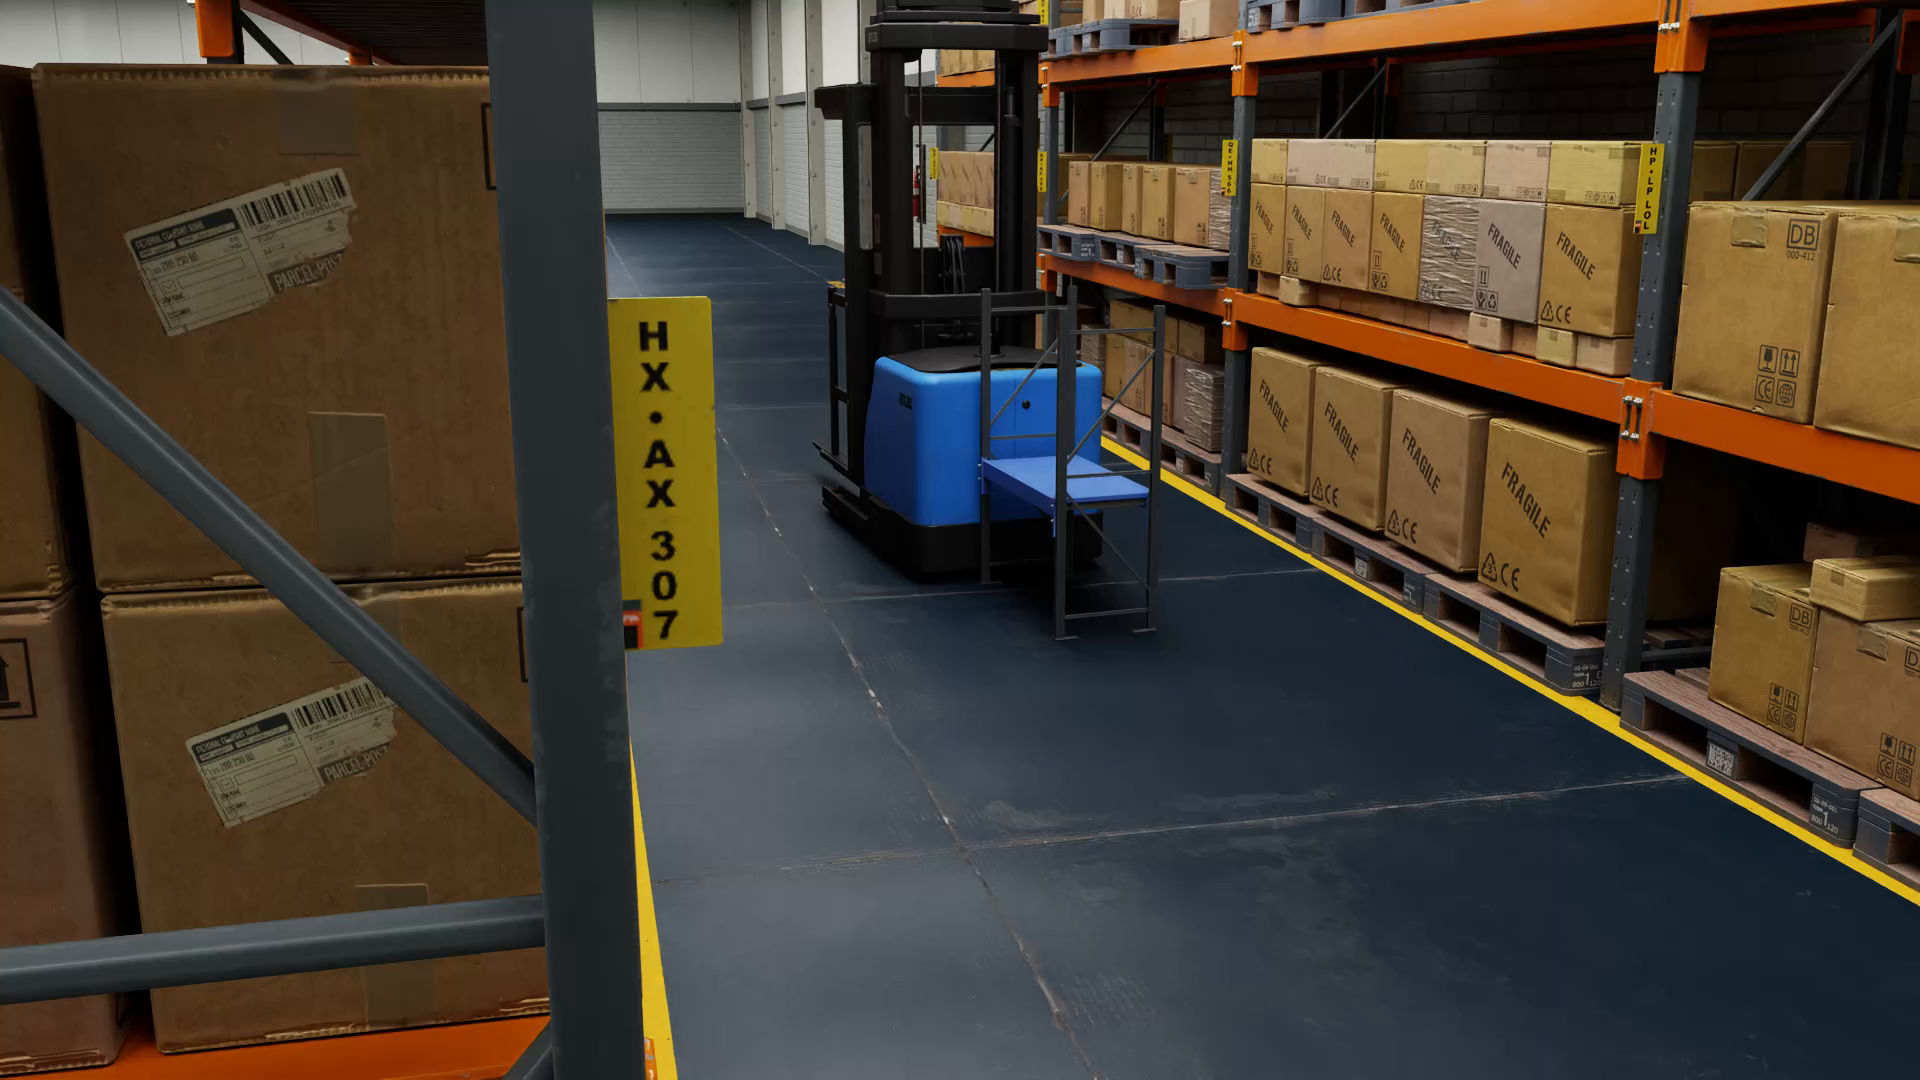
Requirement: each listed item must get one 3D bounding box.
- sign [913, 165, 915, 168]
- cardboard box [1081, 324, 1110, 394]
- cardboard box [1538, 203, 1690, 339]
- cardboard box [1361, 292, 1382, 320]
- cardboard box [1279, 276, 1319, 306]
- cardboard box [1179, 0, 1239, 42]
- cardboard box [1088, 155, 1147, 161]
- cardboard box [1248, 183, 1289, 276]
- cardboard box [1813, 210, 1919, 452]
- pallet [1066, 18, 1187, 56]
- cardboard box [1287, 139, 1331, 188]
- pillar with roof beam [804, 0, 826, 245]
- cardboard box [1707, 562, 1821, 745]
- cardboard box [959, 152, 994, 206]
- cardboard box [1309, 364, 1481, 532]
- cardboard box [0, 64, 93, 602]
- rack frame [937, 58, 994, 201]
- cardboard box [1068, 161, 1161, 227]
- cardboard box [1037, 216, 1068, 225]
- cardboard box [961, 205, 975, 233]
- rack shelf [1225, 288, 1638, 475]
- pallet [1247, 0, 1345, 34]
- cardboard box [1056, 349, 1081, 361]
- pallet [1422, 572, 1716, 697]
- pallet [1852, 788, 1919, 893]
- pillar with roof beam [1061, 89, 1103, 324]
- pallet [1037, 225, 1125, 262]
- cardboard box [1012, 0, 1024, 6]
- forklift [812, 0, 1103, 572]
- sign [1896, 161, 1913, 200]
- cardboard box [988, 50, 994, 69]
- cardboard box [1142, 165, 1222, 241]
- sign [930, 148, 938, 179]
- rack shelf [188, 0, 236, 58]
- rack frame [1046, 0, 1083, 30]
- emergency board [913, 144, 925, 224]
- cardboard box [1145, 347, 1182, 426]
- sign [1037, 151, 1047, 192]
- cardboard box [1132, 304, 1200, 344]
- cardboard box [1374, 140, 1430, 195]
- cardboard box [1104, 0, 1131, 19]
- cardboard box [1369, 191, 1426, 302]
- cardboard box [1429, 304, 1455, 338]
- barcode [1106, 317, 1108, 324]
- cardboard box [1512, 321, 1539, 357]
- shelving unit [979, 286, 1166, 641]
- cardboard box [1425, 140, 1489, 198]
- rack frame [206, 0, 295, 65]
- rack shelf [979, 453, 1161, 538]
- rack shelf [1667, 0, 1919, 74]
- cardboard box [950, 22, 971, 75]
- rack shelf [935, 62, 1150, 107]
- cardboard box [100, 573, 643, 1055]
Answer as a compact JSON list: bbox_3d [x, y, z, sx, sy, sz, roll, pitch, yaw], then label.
[{"bbox_3d":[-0.727,-5.824,25.755,0.001,0.109,0.331,-3,14,-13],"label":"sign"},{"bbox_3d":[1.385,-1.482,13.515,0.700,0.500,0.500,-3,14,-11],"label":"cardboard box"},{"bbox_3d":[2.722,-1.102,6.736,0.500,0.500,0.500,-4,14,-14],"label":"cardboard box"},{"bbox_3d":[2.317,-1.233,8.640,0.380,0.149,0.250,-3,14,-12],"label":"cardboard box"},{"bbox_3d":[2.019,-1.403,9.338,0.380,0.149,0.250,-3,14,-11],"label":"cardboard box"},{"bbox_3d":[1.704,-3.304,10.455,0.500,0.311,0.500,-3,14,-13],"label":"cardboard box"},{"bbox_3d":[1.289,-3.073,14.379,0.500,0.500,0.500,-4,14,-14],"label":"cardboard box"},{"bbox_3d":[2.001,-1.806,9.618,0.500,0.500,0.500,-3,14,-12],"label":"cardboard box"},{"bbox_3d":[3.353,-0.657,5.165,0.980,0.700,0.700,-4,14,-15],"label":"cardboard box"},{"bbox_3d":[1.484,-3.630,12.042,1.213,0.211,1.003,-3,14,-13],"label":"pallet"},{"bbox_3d":[2.119,-2.053,9.051,0.500,0.250,0.500,-3,14,-14],"label":"cardboard box"},{"bbox_3d":[-7.150,-10.288,32.577,9.100,9.000,0.400,-3,14,-13],"label":"pillar with roof beam"},{"bbox_3d":[3.151,0.382,5.925,0.700,0.500,0.500,-3,14,-12],"label":"cardboard box"},{"bbox_3d":[0.299,-3.515,16.187,0.500,0.500,0.500,-4,14,-15],"label":"cardboard box"},{"bbox_3d":[2.381,-0.509,8.837,0.750,0.750,0.750,-3,14,-13],"label":"cardboard box"},{"bbox_3d":[-1.171,-0.228,1.724,0.500,0.500,0.500,-3,14,-14],"label":"cardboard box"},{"bbox_3d":[0.257,-3.575,17.738,1.000,3.000,0.127,-3,14,-13],"label":"rack frame"},{"bbox_3d":[1.283,-2.795,13.409,0.700,0.500,0.500,-3,14,-13],"label":"cardboard box"},{"bbox_3d":[0.791,-2.681,14.355,0.500,0.250,0.500,-3,14,-13],"label":"cardboard box"},{"bbox_3d":[0.313,-3.144,16.251,0.500,0.250,0.500,-4,14,-14],"label":"cardboard box"},{"bbox_3d":[2.606,-0.918,8.381,1.077,0.370,4.000,-3,14,-13],"label":"rack shelf"},{"bbox_3d":[2.339,-2.949,9.255,1.213,0.211,1.003,-3,14,-11],"label":"pallet"},{"bbox_3d":[1.042,-1.611,14.744,0.380,0.166,0.250,-5,15,-21],"label":"cardboard box"},{"bbox_3d":[2.821,0.374,7.450,1.003,0.211,1.213,-3,14,-13],"label":"pallet"},{"bbox_3d":[3.468,1.010,4.848,1.003,0.211,1.213,-3,14,-13],"label":"pallet"},{"bbox_3d":[-2.922,-6.136,15.581,9.100,9.000,0.400,-3,14,-13],"label":"pillar with roof beam"},{"bbox_3d":[1.235,-2.374,13.229,1.003,0.211,1.213,-3,14,-13],"label":"pallet"},{"bbox_3d":[0.676,-4.880,14.402,0.500,0.500,0.500,-3,14,-10],"label":"cardboard box"},{"bbox_3d":[-0.197,-1.564,9.653,1.130,2.935,3.031,-5,14,-18],"label":"forklift"},{"bbox_3d":[3.614,-1.297,6.423,0.100,0.325,0.005,-3,14,-13],"label":"sign"},{"bbox_3d":[0.564,-4.513,15.007,0.500,0.500,0.500,-4,14,-15],"label":"cardboard box"},{"bbox_3d":[1.702,-2.385,11.733,0.700,0.500,0.500,-3,14,-13],"label":"cardboard box"},{"bbox_3d":[-0.270,-3.965,17.512,0.100,0.325,0.005,-3,14,-13],"label":"sign"},{"bbox_3d":[-1.269,-1.176,3.115,1.077,0.370,4.000,-3,14,-13],"label":"rack shelf"},{"bbox_3d":[1.196,-5.566,13.249,1.000,3.000,0.127,-3,14,-13],"label":"rack frame"},{"bbox_3d":[-0.690,-5.418,25.283,0.194,1.169,0.643,-3,14,-13],"label":"emergency board"},{"bbox_3d":[1.764,-1.130,12.072,0.700,0.500,0.500,-3,14,-13],"label":"cardboard box"},{"bbox_3d":[0.671,-3.040,13.728,0.100,0.325,0.005,-3,14,-13],"label":"sign"},{"bbox_3d":[1.618,-1.626,12.520,0.500,0.250,0.500,-4,14,-15],"label":"cardboard box"},{"bbox_3d":[2.366,-1.821,8.099,0.500,0.250,0.500,-4,14,-14],"label":"cardboard box"},{"bbox_3d":[1.392,-3.997,12.450,0.500,0.311,0.500,-3,14,-11],"label":"cardboard box"},{"bbox_3d":[2.360,-1.450,8.162,0.500,0.500,0.500,-3,14,-12],"label":"cardboard box"},{"bbox_3d":[2.465,-1.052,7.899,0.380,0.149,0.250,-4,14,-15],"label":"cardboard box"},{"bbox_3d":[1.303,-1.945,14.733,0.001,0.075,0.075,-3,14,-13],"label":"barcode"},{"bbox_3d":[2.621,-0.875,7.177,0.380,0.149,0.250,-3,14,-11],"label":"cardboard box"},{"bbox_3d":[0.505,-0.405,7.925,0.538,1.500,1.048,-5,14,-18],"label":"shelving unit"},{"bbox_3d":[2.486,-1.703,7.618,0.500,0.250,0.500,-3,14,-12],"label":"cardboard box"},{"bbox_3d":[-1.739,-0.529,5.274,1.000,3.000,0.127,-3,14,-13],"label":"rack frame"},{"bbox_3d":[0.505,-0.230,7.968,0.538,0.185,1.000,-5,14,-18],"label":"rack shelf"},{"bbox_3d":[3.545,-1.453,4.248,1.077,0.370,4.000,-3,14,-13],"label":"rack shelf"},{"bbox_3d":[0.184,-4.873,16.480,0.500,0.500,0.500,-2,14,-9],"label":"cardboard box"},{"bbox_3d":[0.727,-4.221,15.579,1.077,0.370,4.000,-3,14,-13],"label":"rack shelf"},{"bbox_3d":[-0.647,0.228,1.964,0.500,0.500,0.500,-3,14,-12],"label":"cardboard box"}]
